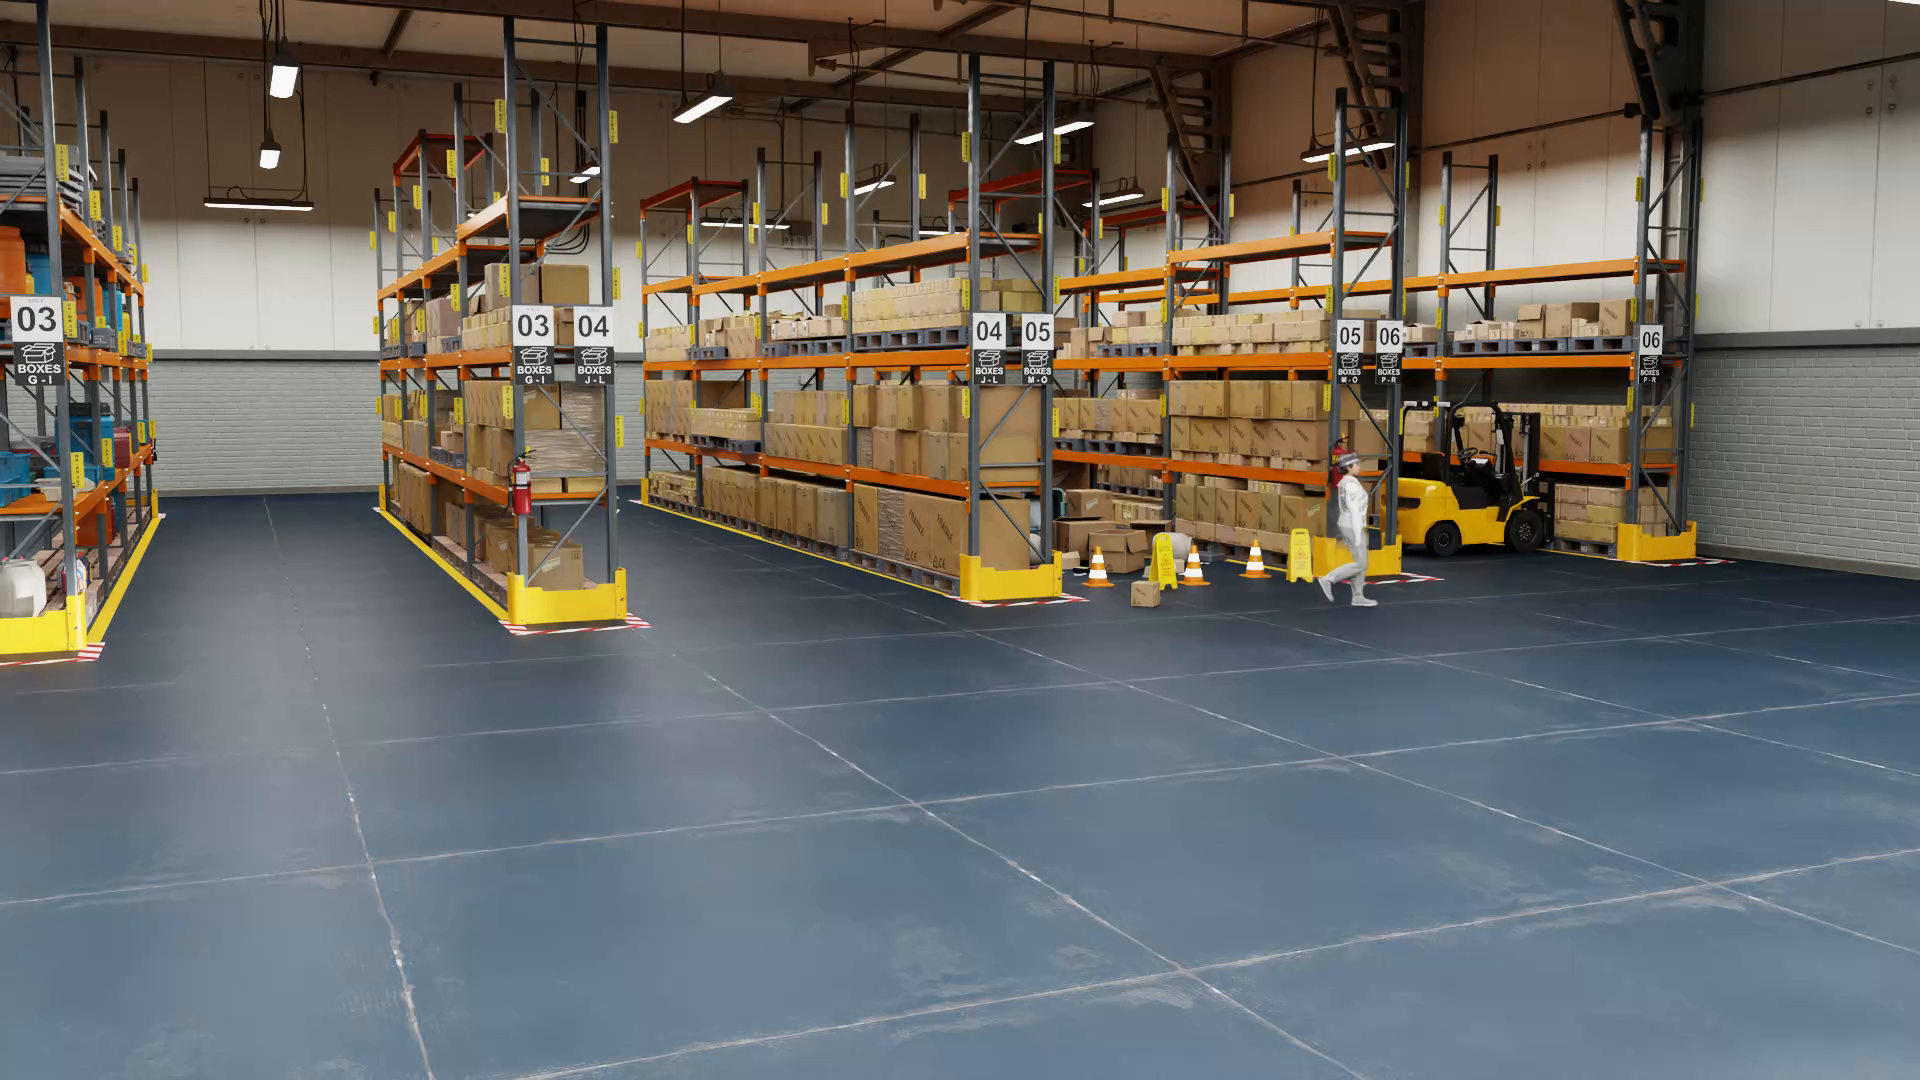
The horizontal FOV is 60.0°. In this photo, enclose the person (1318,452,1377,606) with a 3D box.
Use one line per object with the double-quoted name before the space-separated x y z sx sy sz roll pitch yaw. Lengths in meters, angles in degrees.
"person" 4.182 -0.114 17.893 0.672 1.667 0.489 0 6 2
